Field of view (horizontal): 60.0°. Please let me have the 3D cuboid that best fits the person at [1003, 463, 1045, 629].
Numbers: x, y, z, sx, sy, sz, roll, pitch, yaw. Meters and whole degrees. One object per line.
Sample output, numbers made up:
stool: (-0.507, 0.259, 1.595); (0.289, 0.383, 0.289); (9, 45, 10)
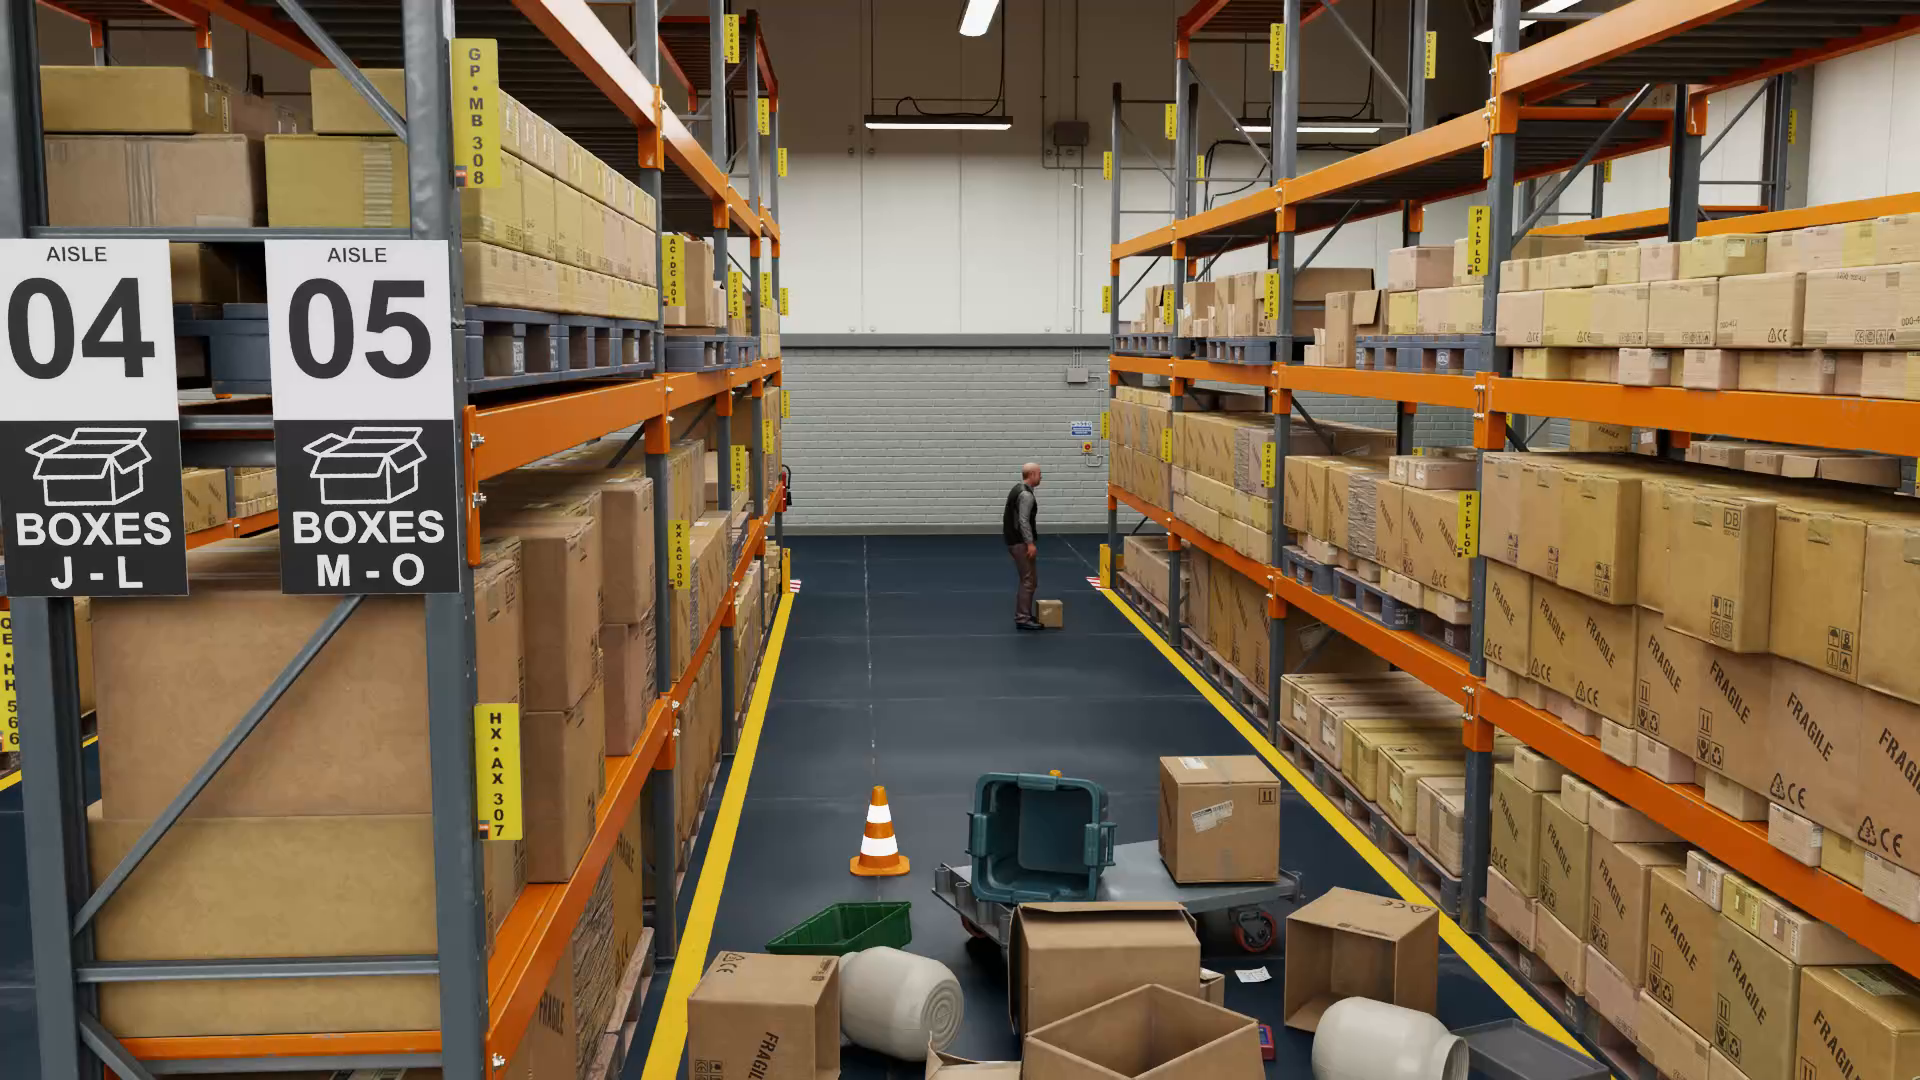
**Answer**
person: (0.685, 0.099, 17.441); (0.461, 1.618, 0.581); (0, 7, -4)
